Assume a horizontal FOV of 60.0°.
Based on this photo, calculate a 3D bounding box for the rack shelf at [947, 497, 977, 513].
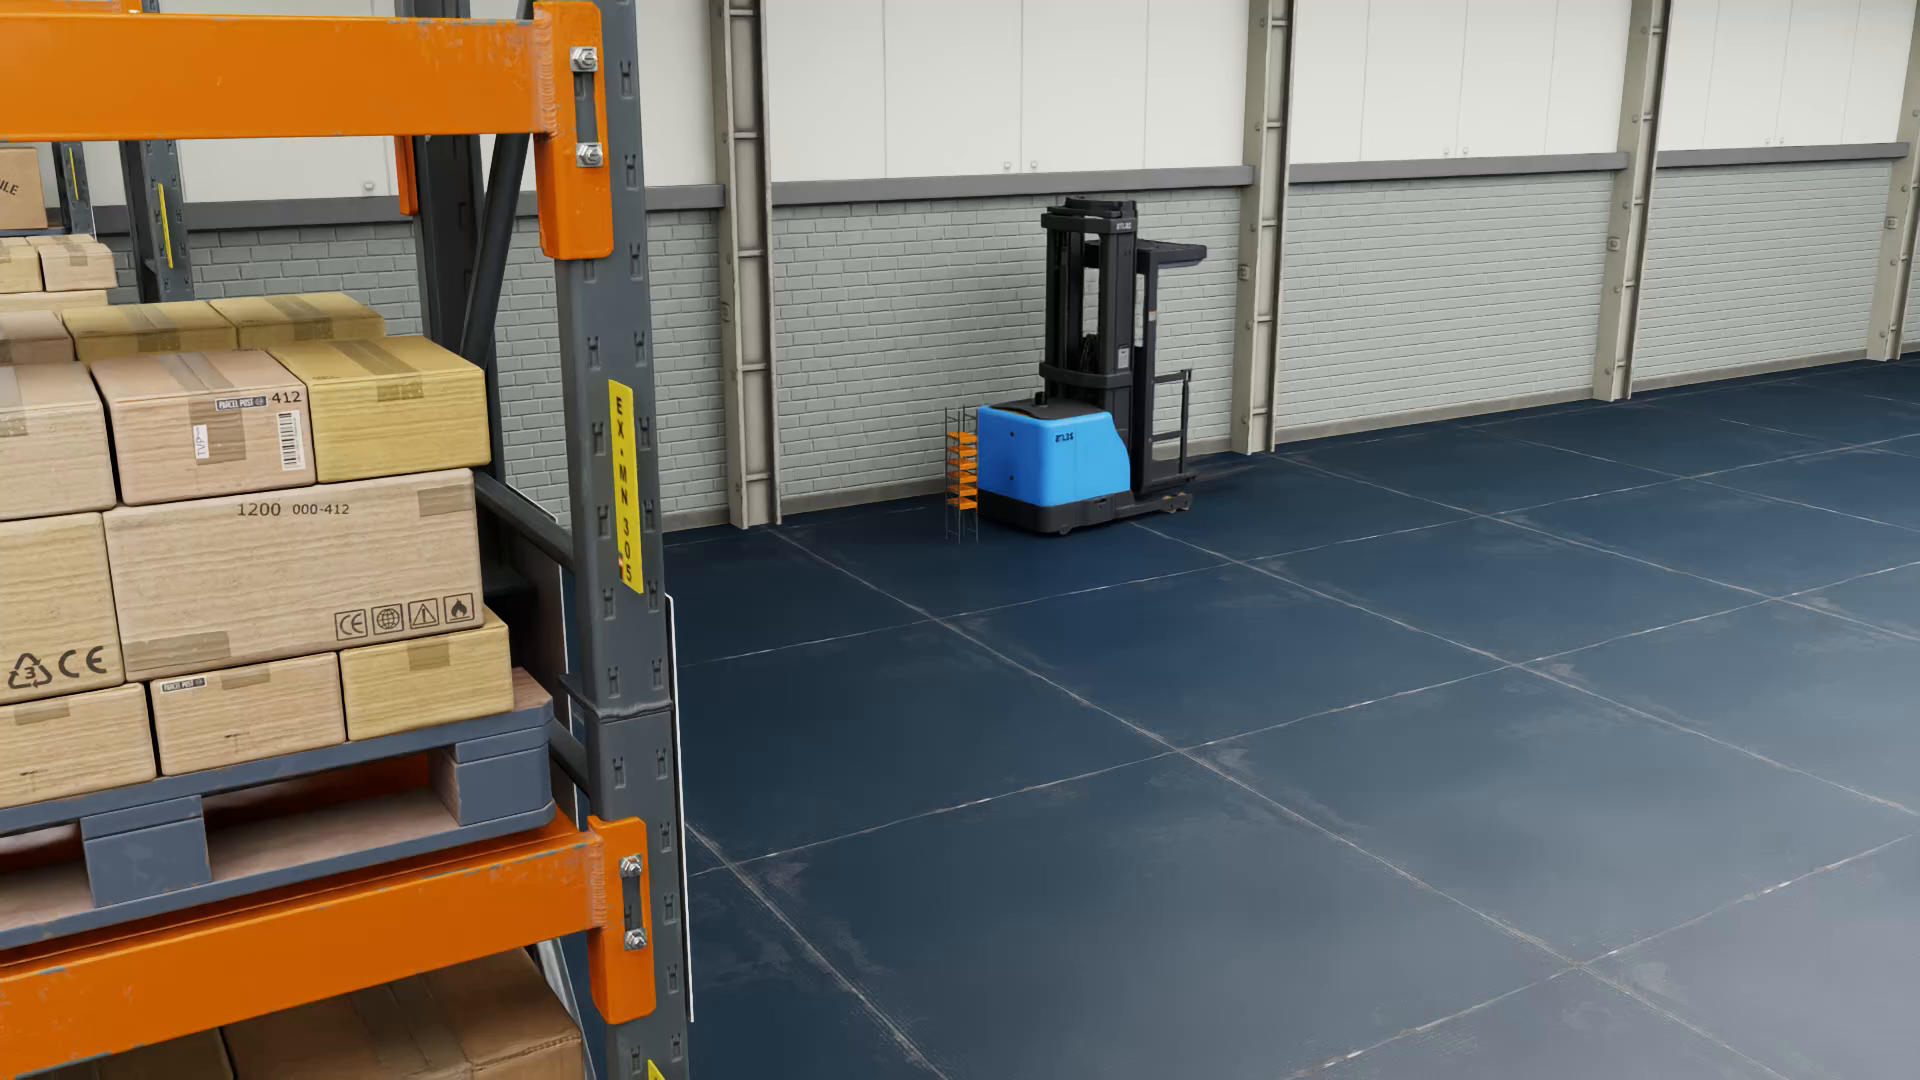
[{"bbox_3d":[0.012,-0.306,14.832,0.180,0.103,0.258,-9,18,-30],"label":"rack shelf"}]

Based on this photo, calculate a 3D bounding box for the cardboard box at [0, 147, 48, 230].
[{"bbox_3d":[-6.240,-2.282,10.788,0.500,0.500,0.500,-9,18,-28],"label":"cardboard box"}]

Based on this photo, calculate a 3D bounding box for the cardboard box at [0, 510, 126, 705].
[{"bbox_3d":[-1.496,0.058,2.350,0.500,0.250,0.500,-9,18,-30],"label":"cardboard box"}]

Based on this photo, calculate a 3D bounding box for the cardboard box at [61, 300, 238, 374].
[{"bbox_3d":[-1.456,-0.328,2.991,0.250,0.149,0.380,-9,18,-29],"label":"cardboard box"}]

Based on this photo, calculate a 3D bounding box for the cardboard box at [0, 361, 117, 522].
[{"bbox_3d":[-1.339,-0.140,2.321,0.250,0.149,0.380,-9,18,-29],"label":"cardboard box"}]

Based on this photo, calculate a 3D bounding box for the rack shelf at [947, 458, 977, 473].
[{"bbox_3d":[0.012,-0.653,14.735,0.180,0.103,0.258,-9,18,-30],"label":"rack shelf"}]

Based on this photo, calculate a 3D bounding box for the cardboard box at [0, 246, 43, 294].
[{"bbox_3d":[-3.805,-1.074,6.616,0.250,0.149,0.380,-9,18,-29],"label":"cardboard box"}]

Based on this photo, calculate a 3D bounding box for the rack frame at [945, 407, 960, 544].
[{"bbox_3d":[-0.066,-0.567,14.710,0.006,1.200,0.240,-9,18,-30],"label":"rack frame"}]

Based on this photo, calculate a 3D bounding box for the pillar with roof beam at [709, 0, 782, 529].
[{"bbox_3d":[0.313,-3.496,10.708,0.400,9.000,9.100,-9,18,-30],"label":"pillar with roof beam"}]

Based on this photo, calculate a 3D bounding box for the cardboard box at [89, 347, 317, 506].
[{"bbox_3d":[-1.119,-0.176,2.448,0.250,0.149,0.380,-9,18,-29],"label":"cardboard box"}]

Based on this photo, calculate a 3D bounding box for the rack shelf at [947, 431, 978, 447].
[{"bbox_3d":[0.012,-0.884,14.670,0.180,0.103,0.258,-9,18,-30],"label":"rack shelf"}]

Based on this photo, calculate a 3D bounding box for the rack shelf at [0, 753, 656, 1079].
[{"bbox_3d":[-2.505,0.802,2.267,4.000,0.370,1.077,-9,18,-30],"label":"rack shelf"}]

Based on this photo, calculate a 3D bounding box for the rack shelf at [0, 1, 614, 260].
[{"bbox_3d":[-2.505,-0.450,1.916,4.000,0.370,1.077,-9,18,-30],"label":"rack shelf"}]

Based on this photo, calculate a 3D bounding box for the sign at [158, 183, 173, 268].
[{"bbox_3d":[-3.158,-1.249,6.609,0.005,0.325,0.100,-9,18,-30],"label":"sign"}]

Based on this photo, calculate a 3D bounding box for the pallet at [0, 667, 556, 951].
[{"bbox_3d":[-1.421,0.326,2.797,1.213,0.211,1.003,-9,18,-30],"label":"pallet"}]

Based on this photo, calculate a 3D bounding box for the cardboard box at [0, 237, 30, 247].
[{"bbox_3d":[-4.044,-1.176,6.977,0.250,0.149,0.380,-9,18,-30],"label":"cardboard box"}]

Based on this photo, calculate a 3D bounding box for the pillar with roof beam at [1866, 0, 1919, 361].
[{"bbox_3d":[15.742,-5.998,19.634,0.400,9.000,9.100,-9,18,-30],"label":"pillar with roof beam"}]

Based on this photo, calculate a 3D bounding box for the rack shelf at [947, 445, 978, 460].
[{"bbox_3d":[0.012,-0.768,14.702,0.180,0.103,0.258,-9,18,-30],"label":"rack shelf"}]

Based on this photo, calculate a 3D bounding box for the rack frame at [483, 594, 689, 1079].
[{"bbox_3d":[-0.791,1.622,3.566,0.127,3.000,1.000,-9,18,-30],"label":"rack frame"}]

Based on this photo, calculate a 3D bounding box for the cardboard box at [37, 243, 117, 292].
[{"bbox_3d":[-3.564,-1.101,6.712,0.250,0.149,0.380,-9,18,-29],"label":"cardboard box"}]

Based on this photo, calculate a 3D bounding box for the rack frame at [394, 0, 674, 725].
[{"bbox_3d":[-0.791,-1.267,2.756,0.127,3.000,1.000,-9,18,-30],"label":"rack frame"}]

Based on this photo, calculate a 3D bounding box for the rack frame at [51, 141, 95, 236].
[{"bbox_3d":[-5.986,-3.546,10.887,0.127,3.000,1.000,-9,18,-30],"label":"rack frame"}]

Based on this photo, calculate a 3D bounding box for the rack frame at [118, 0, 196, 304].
[{"bbox_3d":[-3.427,-2.398,6.792,0.127,3.000,1.000,-9,18,-30],"label":"rack frame"}]

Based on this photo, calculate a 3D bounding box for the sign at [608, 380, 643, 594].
[{"bbox_3d":[-0.523,-0.083,2.598,0.005,0.325,0.100,-9,18,-30],"label":"sign"}]

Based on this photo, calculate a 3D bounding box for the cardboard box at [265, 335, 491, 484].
[{"bbox_3d":[-0.905,-0.210,2.570,0.250,0.149,0.380,-9,18,-29],"label":"cardboard box"}]

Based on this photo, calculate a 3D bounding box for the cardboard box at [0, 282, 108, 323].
[{"bbox_3d":[-3.726,-0.891,6.701,0.500,0.250,0.500,-9,18,-30],"label":"cardboard box"}]

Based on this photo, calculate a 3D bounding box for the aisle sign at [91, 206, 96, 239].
[{"bbox_3d":[-5.779,-1.850,11.136,0.004,0.787,0.394,-9,18,-30],"label":"aisle sign"}]

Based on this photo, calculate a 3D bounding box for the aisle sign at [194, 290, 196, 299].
[{"bbox_3d":[-3.224,-0.702,7.042,0.004,0.787,0.394,-9,18,-30],"label":"aisle sign"}]

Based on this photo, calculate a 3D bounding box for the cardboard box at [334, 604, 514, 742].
[{"bbox_3d":[-0.901,0.173,2.680,0.250,0.149,0.380,-9,18,-30],"label":"cardboard box"}]

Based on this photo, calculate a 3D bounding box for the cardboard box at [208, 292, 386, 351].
[{"bbox_3d":[-1.241,-0.363,3.115,0.250,0.149,0.380,-9,18,-29],"label":"cardboard box"}]

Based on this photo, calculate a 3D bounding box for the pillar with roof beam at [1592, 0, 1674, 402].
[{"bbox_3d":[10.599,-5.164,16.658,0.400,9.000,9.100,-9,18,-30],"label":"pillar with roof beam"}]

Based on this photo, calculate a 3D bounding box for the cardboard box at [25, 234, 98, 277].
[{"bbox_3d":[-3.836,-1.214,7.115,0.250,0.149,0.380,-9,18,-30],"label":"cardboard box"}]

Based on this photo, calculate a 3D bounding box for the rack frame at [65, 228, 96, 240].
[{"bbox_3d":[-5.986,-0.657,11.697,0.127,3.000,1.000,-9,18,-30],"label":"rack frame"}]

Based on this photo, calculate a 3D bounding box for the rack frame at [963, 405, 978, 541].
[{"bbox_3d":[0.091,-0.592,14.800,0.006,1.200,0.240,-9,18,-30],"label":"rack frame"}]

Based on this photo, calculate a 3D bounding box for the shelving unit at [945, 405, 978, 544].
[{"bbox_3d":[0.012,-0.580,14.755,0.189,1.200,0.258,-9,18,-30],"label":"shelving unit"}]

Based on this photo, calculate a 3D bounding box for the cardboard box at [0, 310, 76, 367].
[{"bbox_3d":[-1.675,-0.293,2.864,0.250,0.149,0.380,-9,18,-30],"label":"cardboard box"}]

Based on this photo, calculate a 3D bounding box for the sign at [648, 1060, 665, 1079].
[{"bbox_3d":[-0.523,1.078,2.923,0.005,0.325,0.100,-9,18,-30],"label":"sign"}]

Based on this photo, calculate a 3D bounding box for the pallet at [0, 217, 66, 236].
[{"bbox_3d":[-6.606,-1.967,10.975,1.213,0.211,1.003,-9,18,-30],"label":"pallet"}]

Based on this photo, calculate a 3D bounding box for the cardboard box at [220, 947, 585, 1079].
[{"bbox_3d":[-1.129,1.072,3.248,0.550,0.550,0.875,-9,18,-30],"label":"cardboard box"}]

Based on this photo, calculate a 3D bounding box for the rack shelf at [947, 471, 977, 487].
[{"bbox_3d":[0.012,-0.537,14.767,0.180,0.103,0.258,-9,18,-30],"label":"rack shelf"}]

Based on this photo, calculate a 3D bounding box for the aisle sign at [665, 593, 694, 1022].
[{"bbox_3d":[-0.575,0.430,3.003,0.004,0.787,0.394,-9,18,-30],"label":"aisle sign"}]

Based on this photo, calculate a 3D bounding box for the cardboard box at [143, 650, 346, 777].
[{"bbox_3d":[-1.118,0.208,2.556,0.250,0.149,0.380,-9,18,-29],"label":"cardboard box"}]

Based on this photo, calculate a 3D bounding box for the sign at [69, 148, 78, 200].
[{"bbox_3d":[-5.719,-2.362,10.728,0.005,0.325,0.100,-9,18,-30],"label":"sign"}]

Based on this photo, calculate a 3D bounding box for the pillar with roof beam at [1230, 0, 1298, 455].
[{"bbox_3d":[5.456,-4.330,13.683,0.400,9.000,9.100,-9,18,-30],"label":"pillar with roof beam"}]

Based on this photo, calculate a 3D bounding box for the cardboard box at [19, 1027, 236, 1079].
[{"bbox_3d":[-1.553,1.170,2.899,0.550,0.550,0.875,-9,18,-30],"label":"cardboard box"}]

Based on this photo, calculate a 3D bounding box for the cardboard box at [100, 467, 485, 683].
[{"bbox_3d":[-1.066,-0.011,2.598,0.500,0.250,0.500,-9,18,-29],"label":"cardboard box"}]

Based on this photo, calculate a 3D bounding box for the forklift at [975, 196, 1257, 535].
[{"bbox_3d":[1.606,-1.761,15.761,3.031,2.935,1.130,-12,20,-37],"label":"forklift"}]

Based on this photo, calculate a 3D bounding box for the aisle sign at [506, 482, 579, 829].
[{"bbox_3d":[-0.884,0.291,3.498,0.004,0.787,0.394,-9,18,-30],"label":"aisle sign"}]

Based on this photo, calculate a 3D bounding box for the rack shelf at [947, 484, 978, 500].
[{"bbox_3d":[0.012,-0.421,14.799,0.180,0.103,0.258,-9,18,-30],"label":"rack shelf"}]

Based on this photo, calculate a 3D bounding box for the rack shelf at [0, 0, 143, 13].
[{"bbox_3d":[-5.141,-1.772,5.898,4.000,0.370,1.077,-9,18,-30],"label":"rack shelf"}]

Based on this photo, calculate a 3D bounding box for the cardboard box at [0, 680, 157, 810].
[{"bbox_3d":[-1.337,0.244,2.428,0.250,0.149,0.380,-9,18,-29],"label":"cardboard box"}]
